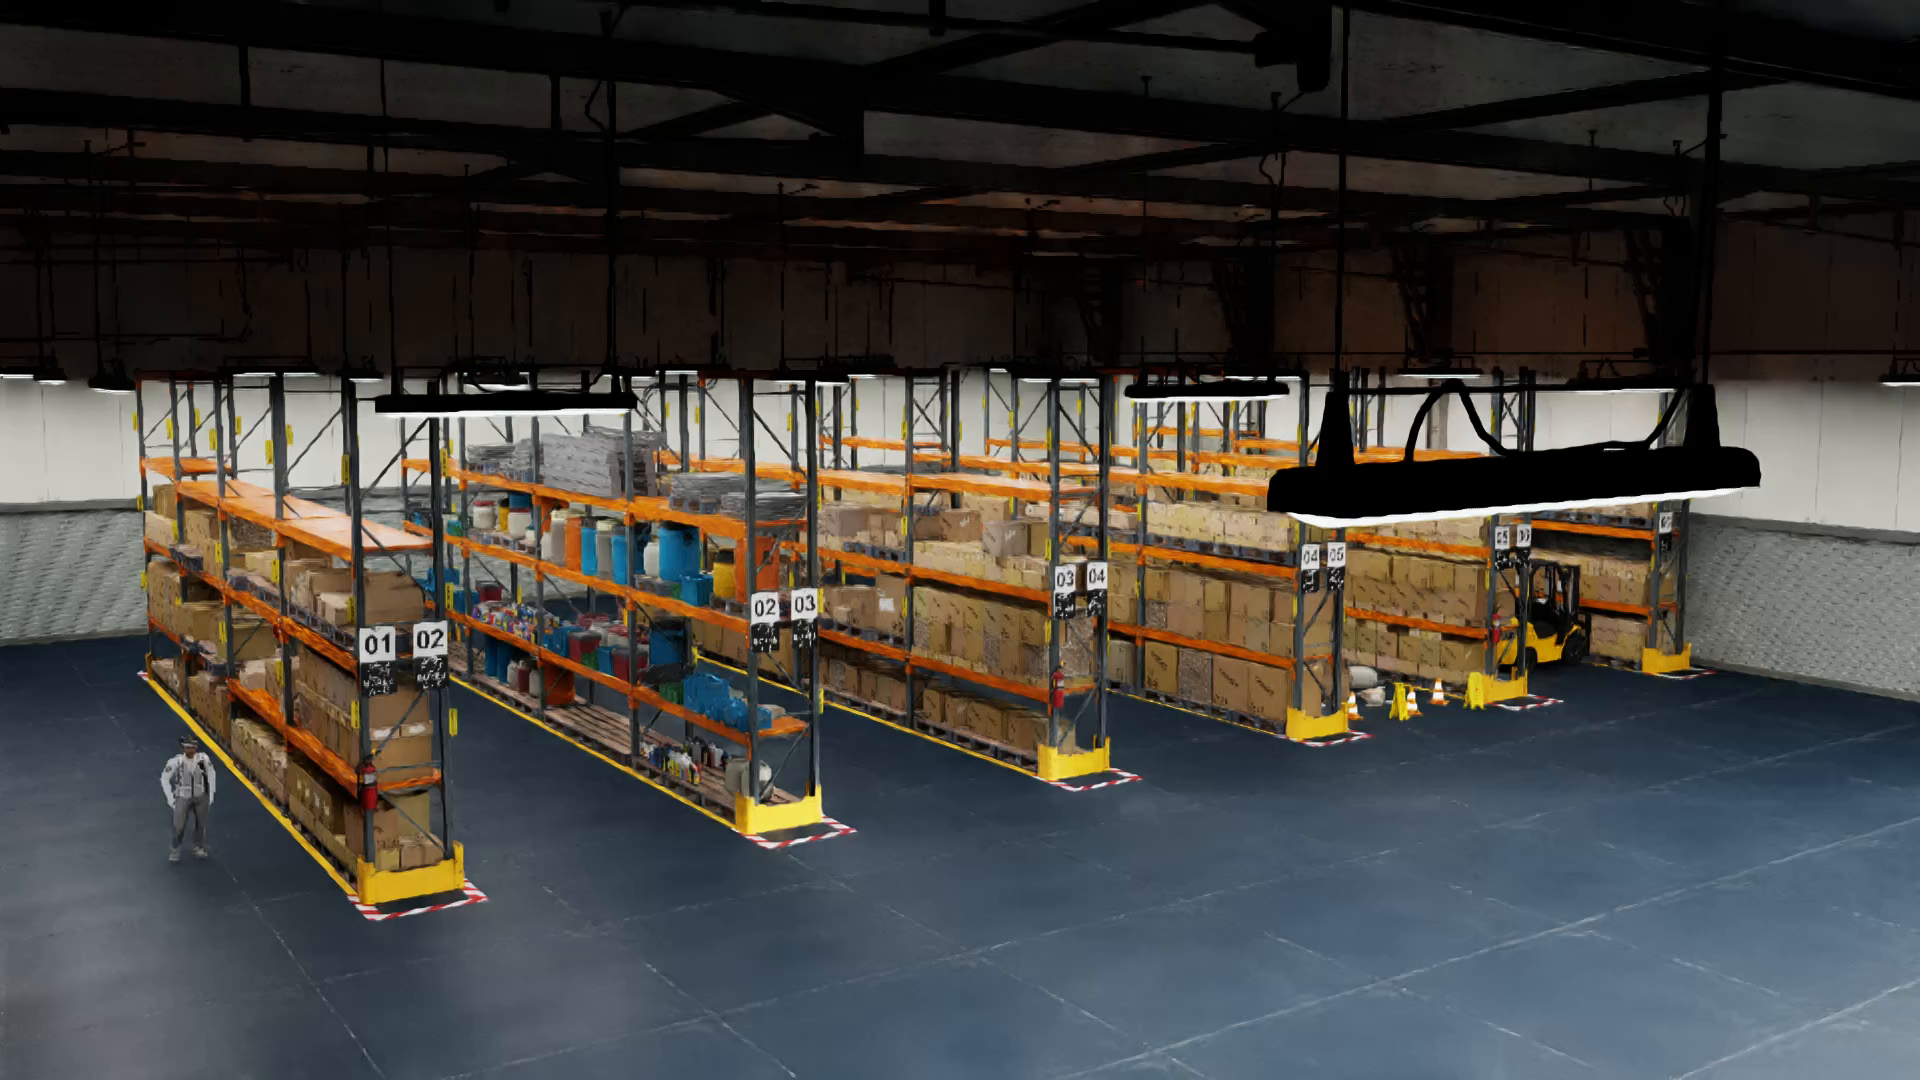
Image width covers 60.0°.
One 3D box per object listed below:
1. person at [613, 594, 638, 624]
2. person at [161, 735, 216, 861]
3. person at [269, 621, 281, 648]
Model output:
[{"bbox_3d":[-7.824,1.082,38.965,0.565,1.607,0.533,4,7,31],"label":"person"},{"bbox_3d":[-9.605,3.193,20.736,0.639,1.632,0.512,-5,8,-36],"label":"person"},{"bbox_3d":[-12.943,1.929,31.650,0.539,1.645,1.109,-4,8,-31],"label":"person"}]
